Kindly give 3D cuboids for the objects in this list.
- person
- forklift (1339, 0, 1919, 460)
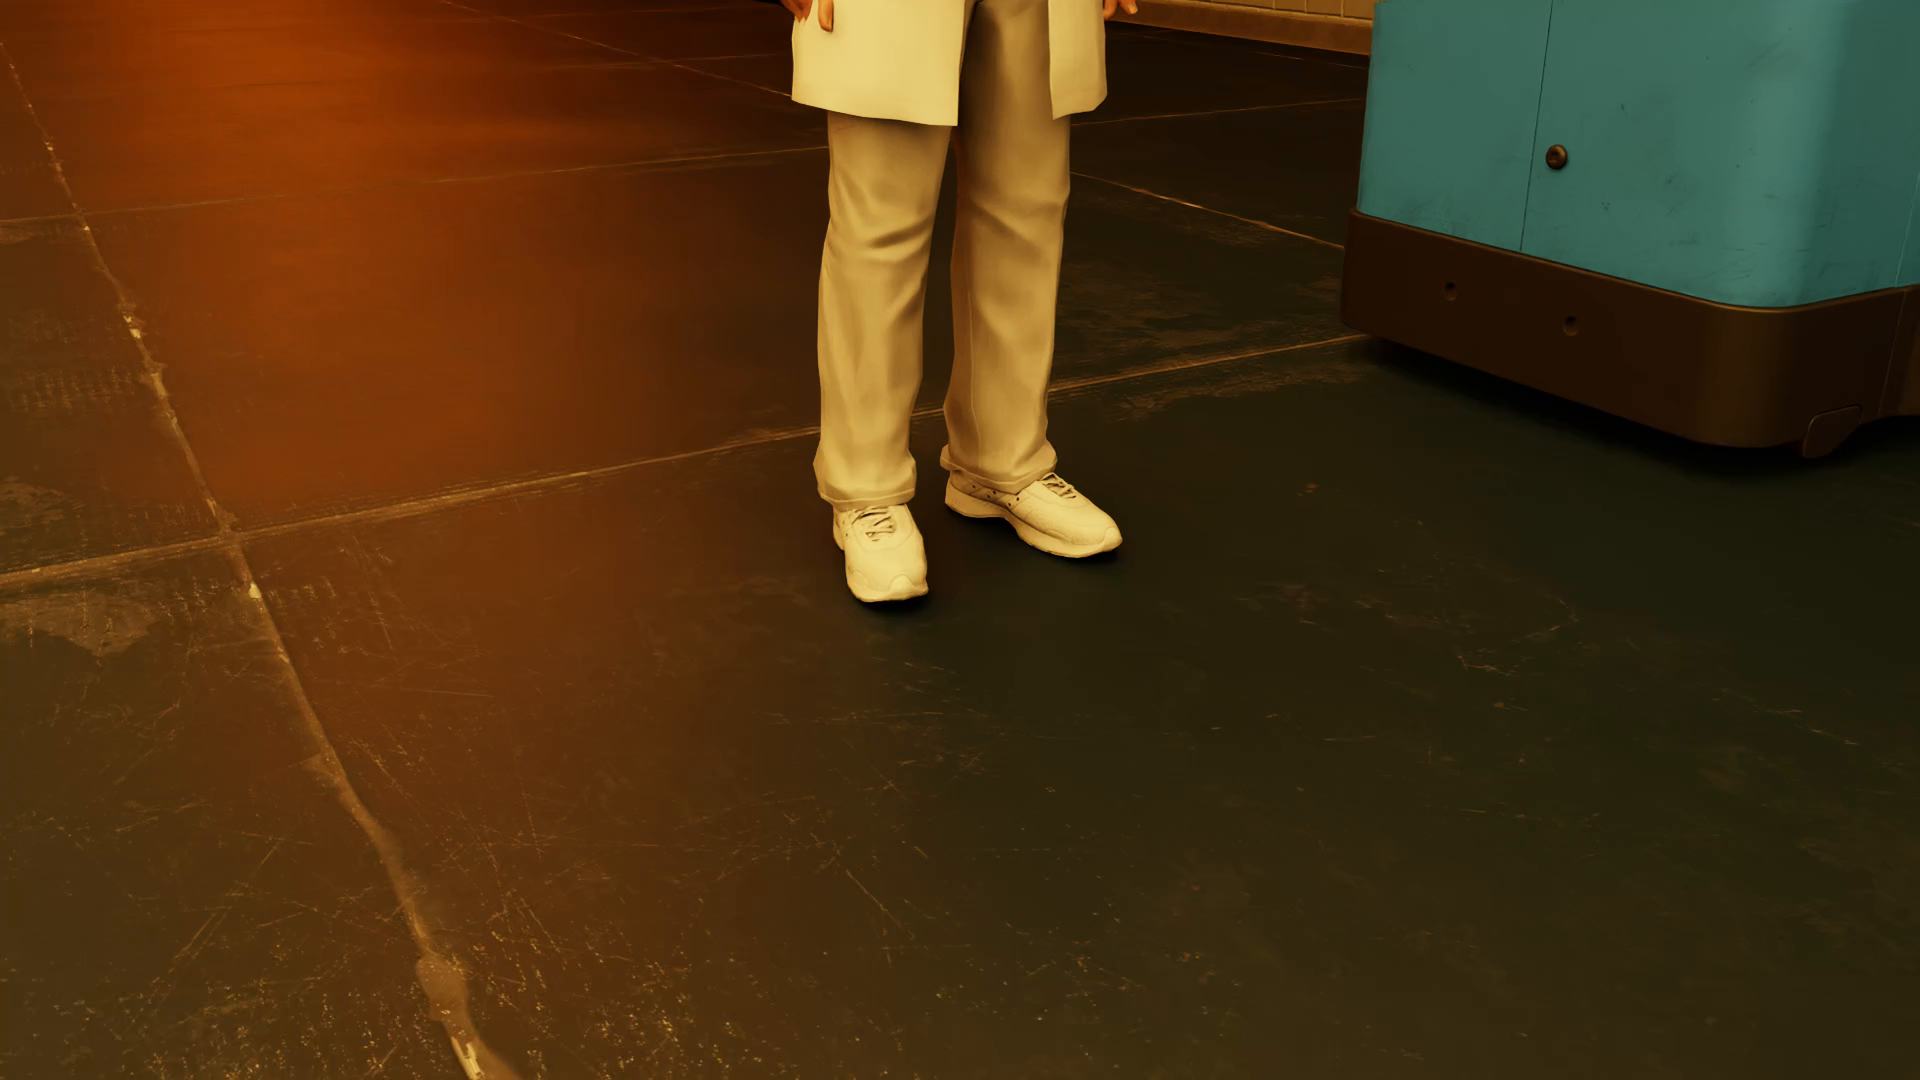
[{"bbox_3d":[0.011,-0.818,2.283,0.553,1.782,0.391,-12,25,-28],"label":"person"},{"bbox_3d":[2.358,-1.886,3.371,3.031,2.935,1.130,-12,25,-27],"label":"forklift"}]
